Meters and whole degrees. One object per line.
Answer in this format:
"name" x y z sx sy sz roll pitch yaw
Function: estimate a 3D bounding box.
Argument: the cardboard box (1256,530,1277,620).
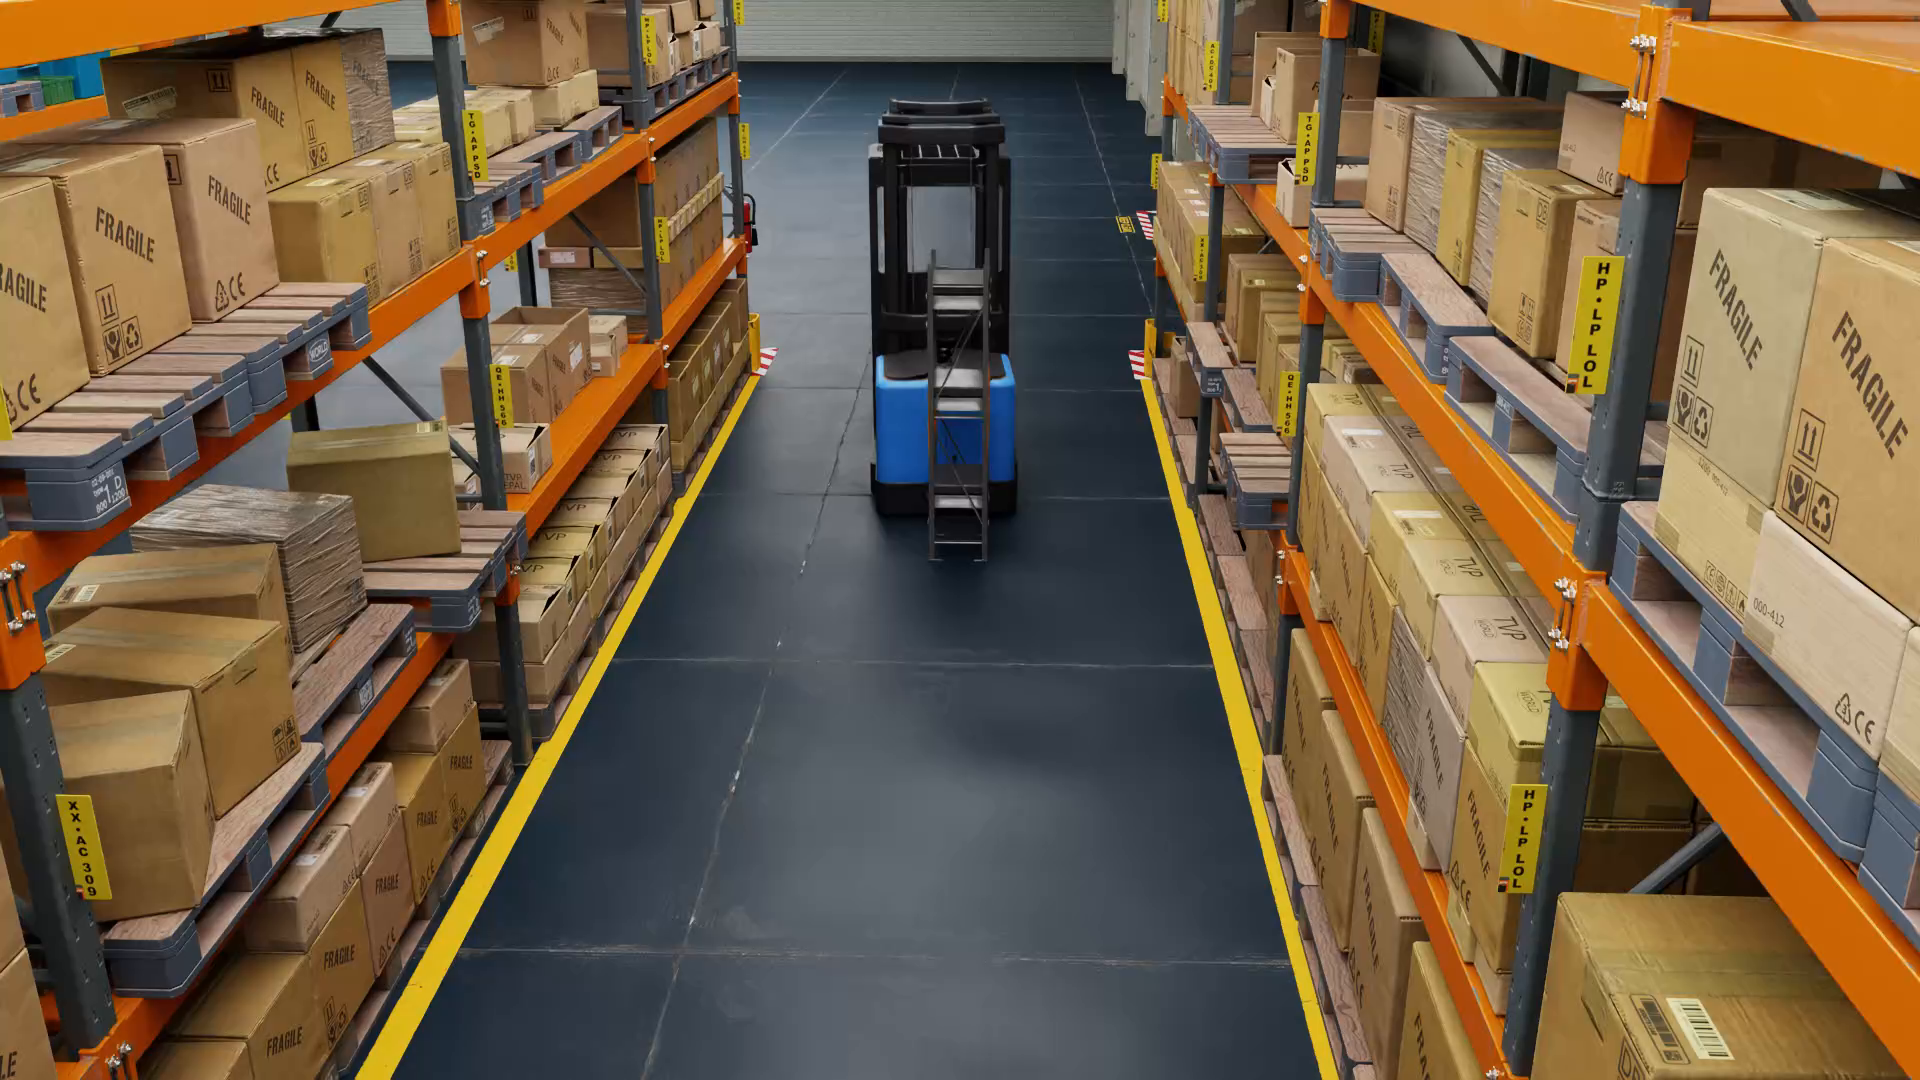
"cardboard box" 2.232 0.180 10.267 0.700 0.500 0.500 1 21 1

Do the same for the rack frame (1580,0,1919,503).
"rack frame" 2.022 -1.505 3.469 1.000 3.000 0.127 1 21 2

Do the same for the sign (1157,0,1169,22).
"sign" 1.844 -4.859 15.051 0.100 0.325 0.005 1 21 2

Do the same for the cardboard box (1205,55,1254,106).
"cardboard box" 2.033 -3.242 11.924 0.500 0.500 0.500 1 21 3

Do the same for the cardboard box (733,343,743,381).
"cardboard box" -2.289 -1.636 15.320 0.500 0.250 0.500 1 21 2

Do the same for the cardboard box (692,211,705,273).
"cardboard box" -2.624 -2.609 14.468 0.700 0.500 0.500 1 21 2

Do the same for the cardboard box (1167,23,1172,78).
"cardboard box" 2.127 -4.384 14.867 0.500 0.500 0.500 1 21 3

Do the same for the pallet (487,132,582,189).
"pallet" -2.846 -2.169 9.587 1.003 0.211 1.213 2 21 4

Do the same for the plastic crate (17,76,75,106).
"plastic crate" -7.317 -3.577 13.248 0.336 0.188 0.450 1 21 2

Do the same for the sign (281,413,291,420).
"sign" -3.363 -0.753 8.221 0.100 0.325 0.005 1 21 2

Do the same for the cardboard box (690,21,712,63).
"cardboard box" -2.353 -4.098 13.646 0.500 0.311 0.500 3 21 8

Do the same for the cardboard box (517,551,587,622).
"cardboard box" -2.491 0.241 9.708 0.500 0.311 0.500 0 21 0

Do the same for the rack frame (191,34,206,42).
"rack frame" -7.516 -5.953 14.932 1.000 3.000 0.127 1 21 2

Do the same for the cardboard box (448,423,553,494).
"cardboard box" -2.587 -0.488 9.262 0.500 0.311 0.500 0 21 1

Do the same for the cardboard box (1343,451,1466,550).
"cardboard box" 1.845 -0.163 6.687 0.500 0.250 0.500 1 21 2

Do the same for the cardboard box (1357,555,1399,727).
"cardboard box" 1.823 0.380 6.325 0.500 0.500 0.500 1 21 3

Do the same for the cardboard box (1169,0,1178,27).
"cardboard box" 2.067 -4.650 14.173 0.500 0.500 0.500 0 21 1

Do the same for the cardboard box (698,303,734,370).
"cardboard box" -2.299 -1.805 14.718 0.500 0.500 0.500 1 21 2

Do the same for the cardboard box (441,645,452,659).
"cardboard box" -3.038 0.425 9.233 0.500 0.311 0.500 1 21 3

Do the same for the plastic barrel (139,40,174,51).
"plastic barrel" -7.403 -4.774 14.864 0.600 0.830 0.708 1 21 2

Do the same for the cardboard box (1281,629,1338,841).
"cardboard box" 1.990 0.916 7.913 0.750 0.750 0.750 0 21 1

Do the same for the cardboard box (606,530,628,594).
"cardboard box" -2.458 0.137 10.750 0.500 0.250 0.500 1 21 3

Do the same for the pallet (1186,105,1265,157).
"pallet" 2.140 -2.690 10.928 1.213 0.211 1.003 1 21 2

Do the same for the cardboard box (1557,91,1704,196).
"cardboard box" 2.181 -1.225 5.109 0.500 0.250 0.500 0 21 0

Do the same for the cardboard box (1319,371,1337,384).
"cardboard box" 2.148 -0.577 8.622 0.700 0.500 0.500 -2 21 -5

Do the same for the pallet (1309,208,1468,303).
"pallet" 2.177 -1.232 7.171 1.213 0.211 1.003 2 21 4

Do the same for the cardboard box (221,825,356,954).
"cardboard box" -2.641 1.315 6.303 0.500 0.250 0.500 1 21 2

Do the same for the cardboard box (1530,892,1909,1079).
"cardboard box" 1.989 1.348 3.994 0.980 0.700 0.700 1 21 2

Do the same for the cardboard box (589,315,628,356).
"cardboard box" -2.658 -1.406 11.713 0.500 0.250 0.500 2 21 5

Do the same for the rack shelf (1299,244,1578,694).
"rack shelf" 2.083 -0.495 6.005 1.077 0.370 4.000 1 21 2

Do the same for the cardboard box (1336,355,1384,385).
"cardboard box" 2.124 -0.834 8.388 0.380 0.149 0.250 -2 21 -5

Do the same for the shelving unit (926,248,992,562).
"shelving unit" -0.005 -0.919 11.495 0.431 2.100 0.503 1 21 2

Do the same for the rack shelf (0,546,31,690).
"rack shelf" -2.991 0.898 2.415 1.077 0.370 4.000 1 21 2

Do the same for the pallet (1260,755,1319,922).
"pallet" 2.044 1.429 8.053 1.003 0.211 1.213 1 21 2

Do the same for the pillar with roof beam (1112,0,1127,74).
"pillar with roof beam" -0.160 -16.476 42.052 9.100 9.000 0.400 1 21 2

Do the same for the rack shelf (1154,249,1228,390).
"rack shelf" 2.326 -1.989 14.002 1.077 0.370 4.000 1 21 2

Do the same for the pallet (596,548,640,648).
"pallet" -2.704 0.355 10.822 1.003 0.211 1.213 1 21 2

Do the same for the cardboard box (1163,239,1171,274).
"cardboard box" 2.032 -2.442 14.355 0.500 0.250 0.500 0 21 1

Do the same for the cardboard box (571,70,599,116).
"cardboard box" -2.715 -2.956 10.980 0.500 0.250 0.500 3 21 7

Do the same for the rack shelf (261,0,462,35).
"rack shelf" -2.747 -3.206 9.399 1.077 0.370 4.000 1 21 2

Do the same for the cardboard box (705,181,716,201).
"cardboard box" -2.400 -3.122 14.894 0.380 0.149 0.250 0 21 1

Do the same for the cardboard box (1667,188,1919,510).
"cardboard box" 1.720 -0.374 3.152 0.500 0.500 0.500 0 21 1

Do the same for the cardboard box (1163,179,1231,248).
"cardboard box" 2.025 -2.802 14.246 0.500 0.500 0.500 0 21 0

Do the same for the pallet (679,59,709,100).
"pallet" -2.646 -3.760 13.548 1.003 0.211 1.213 1 21 2

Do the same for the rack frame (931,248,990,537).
"rack frame" 0.002 -1.007 11.722 0.400 2.100 0.015 1 21 2

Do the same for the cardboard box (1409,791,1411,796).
"cardboard box" 1.809 0.905 5.868 0.380 0.149 0.250 1 21 2

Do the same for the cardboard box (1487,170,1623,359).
"cardboard box" 2.111 -0.878 5.251 0.700 0.500 0.500 0 21 1

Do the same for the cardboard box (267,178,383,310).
"cardboard box" -2.819 -1.122 6.490 0.910 0.500 0.500 1 21 2

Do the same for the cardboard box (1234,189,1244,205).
"cardboard box" 2.533 -2.613 13.759 0.500 0.500 0.500 1 21 2

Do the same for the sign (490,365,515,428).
"sign" -2.265 -0.708 8.216 0.100 0.325 0.005 1 21 2

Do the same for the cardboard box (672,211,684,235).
"cardboard box" -2.449 -2.564 13.456 0.380 0.149 0.250 0 21 0

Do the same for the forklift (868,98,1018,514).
"forklift" -0.166 -2.045 13.248 1.130 2.935 3.031 -1 21 -2

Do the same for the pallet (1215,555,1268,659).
"pallet" 2.209 0.423 10.648 1.003 0.211 1.213 1 21 2

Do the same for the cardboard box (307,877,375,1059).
"cardboard box" -2.644 1.653 6.470 0.500 0.500 0.500 1 21 2

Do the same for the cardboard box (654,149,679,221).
"cardboard box" -2.649 -2.830 13.244 0.700 0.500 0.500 1 21 2

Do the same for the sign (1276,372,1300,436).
"sign" 1.601 -0.660 8.093 0.100 0.325 0.005 1 21 2
